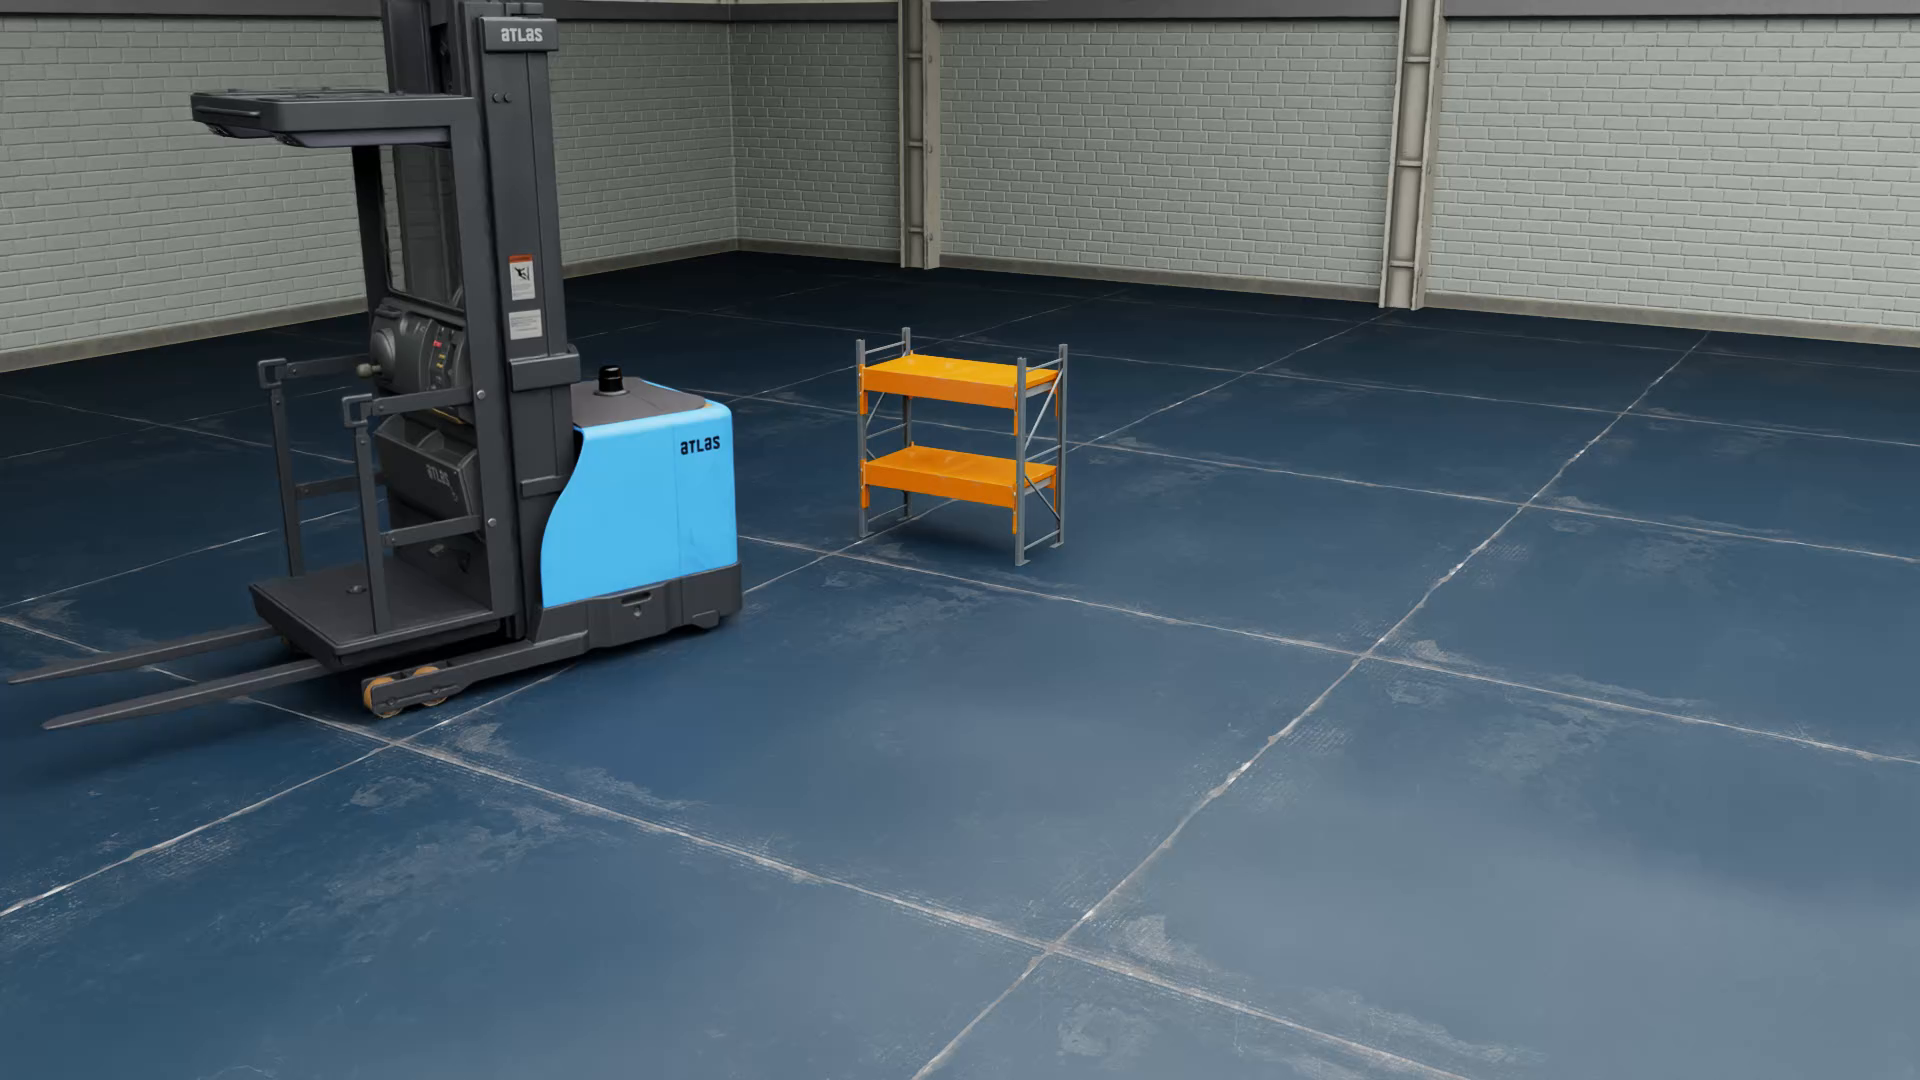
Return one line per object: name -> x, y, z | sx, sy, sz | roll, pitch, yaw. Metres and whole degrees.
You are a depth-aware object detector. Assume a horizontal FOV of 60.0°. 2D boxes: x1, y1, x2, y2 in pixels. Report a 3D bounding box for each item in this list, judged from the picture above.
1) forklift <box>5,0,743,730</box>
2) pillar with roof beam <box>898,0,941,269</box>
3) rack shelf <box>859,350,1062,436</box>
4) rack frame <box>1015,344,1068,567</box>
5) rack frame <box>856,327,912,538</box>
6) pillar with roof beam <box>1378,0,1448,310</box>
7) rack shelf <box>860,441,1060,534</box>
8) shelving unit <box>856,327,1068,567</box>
forklift -> -2.506, -0.833, 7.082 | 3.031, 2.935, 1.130 | -14, 22, -38
pillar with roof beam -> -2.738, -6.598, 15.620 | 0.400, 9.000, 9.100 | 10, 20, 30
rack shelf -> 0.006, -0.817, 9.129 | 1.000, 0.278, 0.538 | 10, 20, 30
rack frame -> 0.439, -0.460, 8.960 | 0.032, 1.125, 0.500 | 10, 20, 30
rack frame -> -0.427, -0.615, 9.469 | 0.032, 1.125, 0.500 | 10, 20, 30
pillar with roof beam -> 2.375, -5.685, 12.615 | 0.400, 9.000, 9.100 | 10, 20, 30
rack shelf -> 0.006, -0.303, 9.285 | 1.000, 0.278, 0.538 | 10, 20, 30
shelving unit -> 0.006, -0.537, 9.214 | 1.048, 1.125, 0.538 | 10, 20, 30
